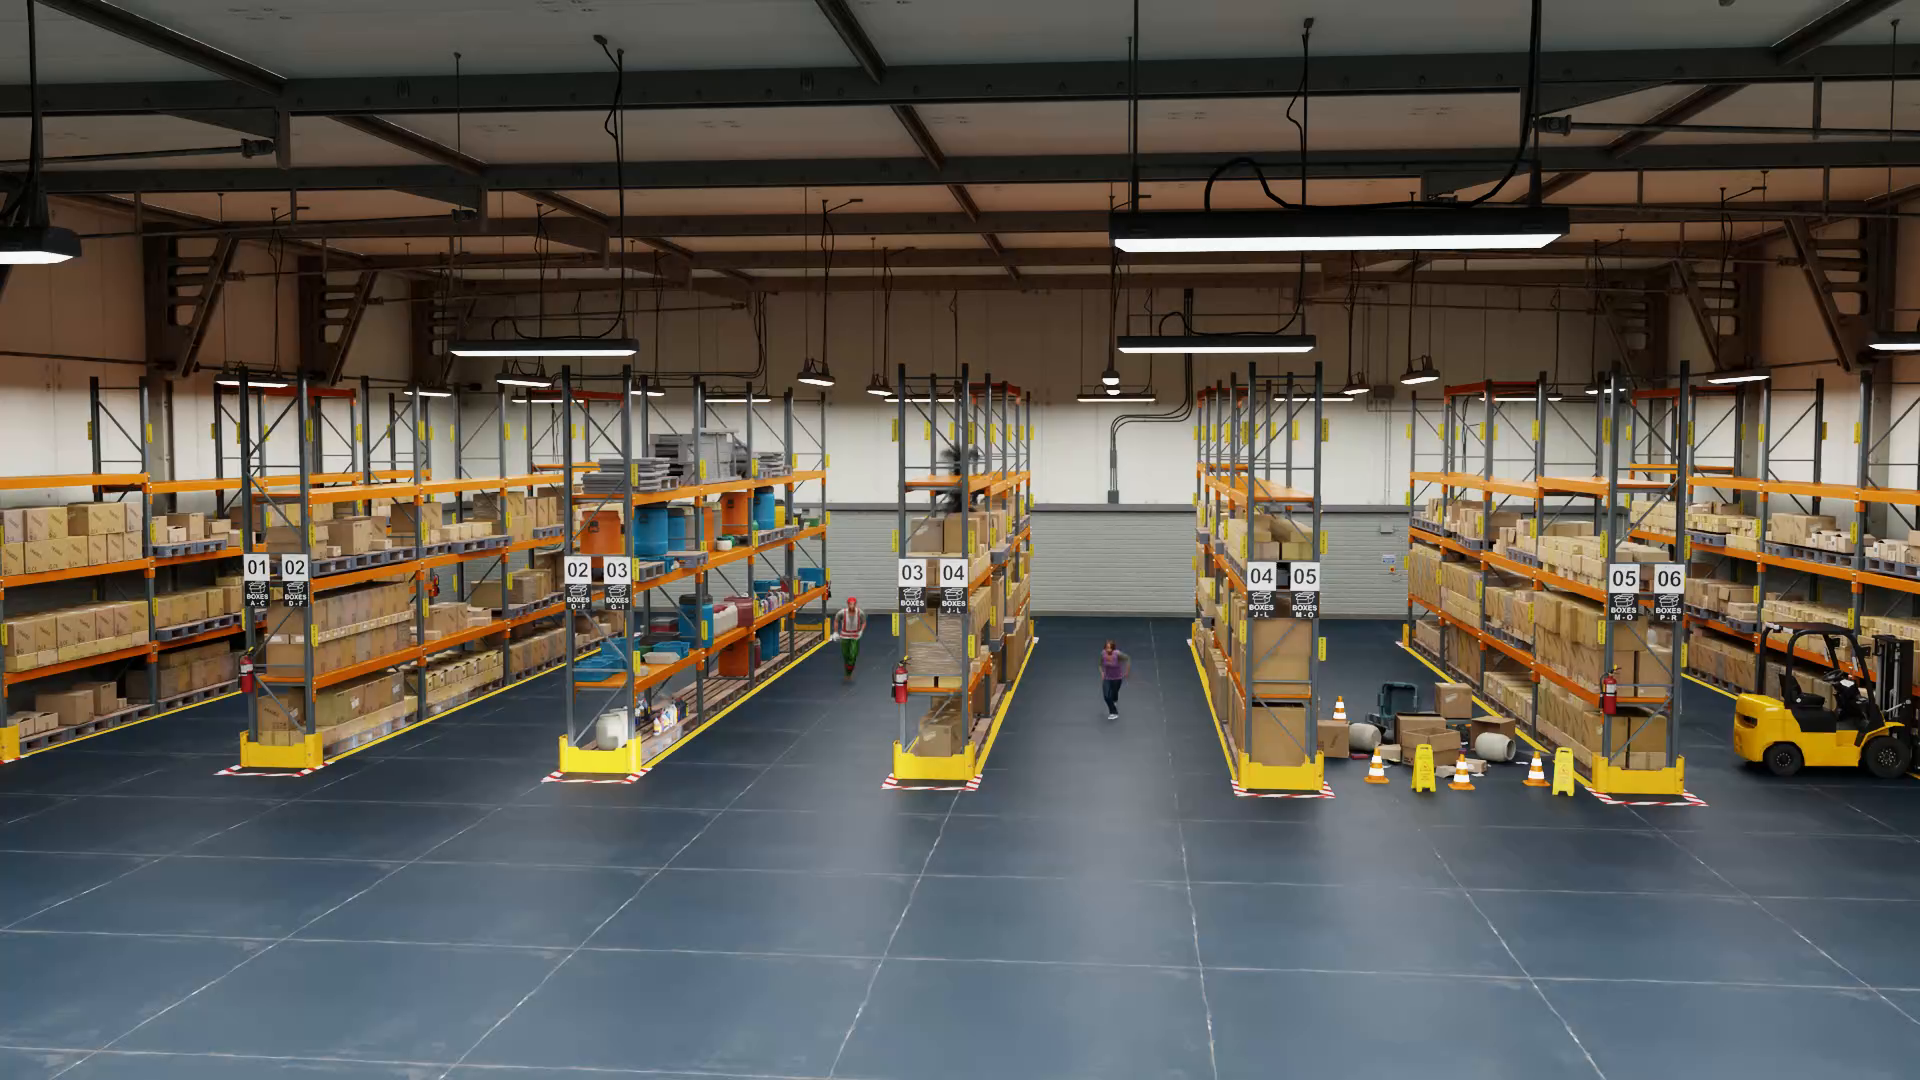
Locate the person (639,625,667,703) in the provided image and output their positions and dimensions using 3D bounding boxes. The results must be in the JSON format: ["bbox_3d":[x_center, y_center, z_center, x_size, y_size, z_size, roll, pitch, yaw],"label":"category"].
[{"bbox_3d":[-5.558,2.273,29.827,0.580,1.647,0.684,0,4,-6],"label":"person"}]

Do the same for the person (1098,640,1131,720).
[{"bbox_3d":[2.681,2.432,28.899,0.563,1.436,0.780,1,4,14],"label":"person"}]

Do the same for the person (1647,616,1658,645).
[{"bbox_3d":[12.565,2.220,30.427,0.535,1.676,0.941,0,4,-5],"label":"person"}]

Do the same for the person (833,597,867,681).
[{"bbox_3d":[-2.229,1.986,33.718,0.664,1.716,0.699,-1,4,-13],"label":"person"}]
